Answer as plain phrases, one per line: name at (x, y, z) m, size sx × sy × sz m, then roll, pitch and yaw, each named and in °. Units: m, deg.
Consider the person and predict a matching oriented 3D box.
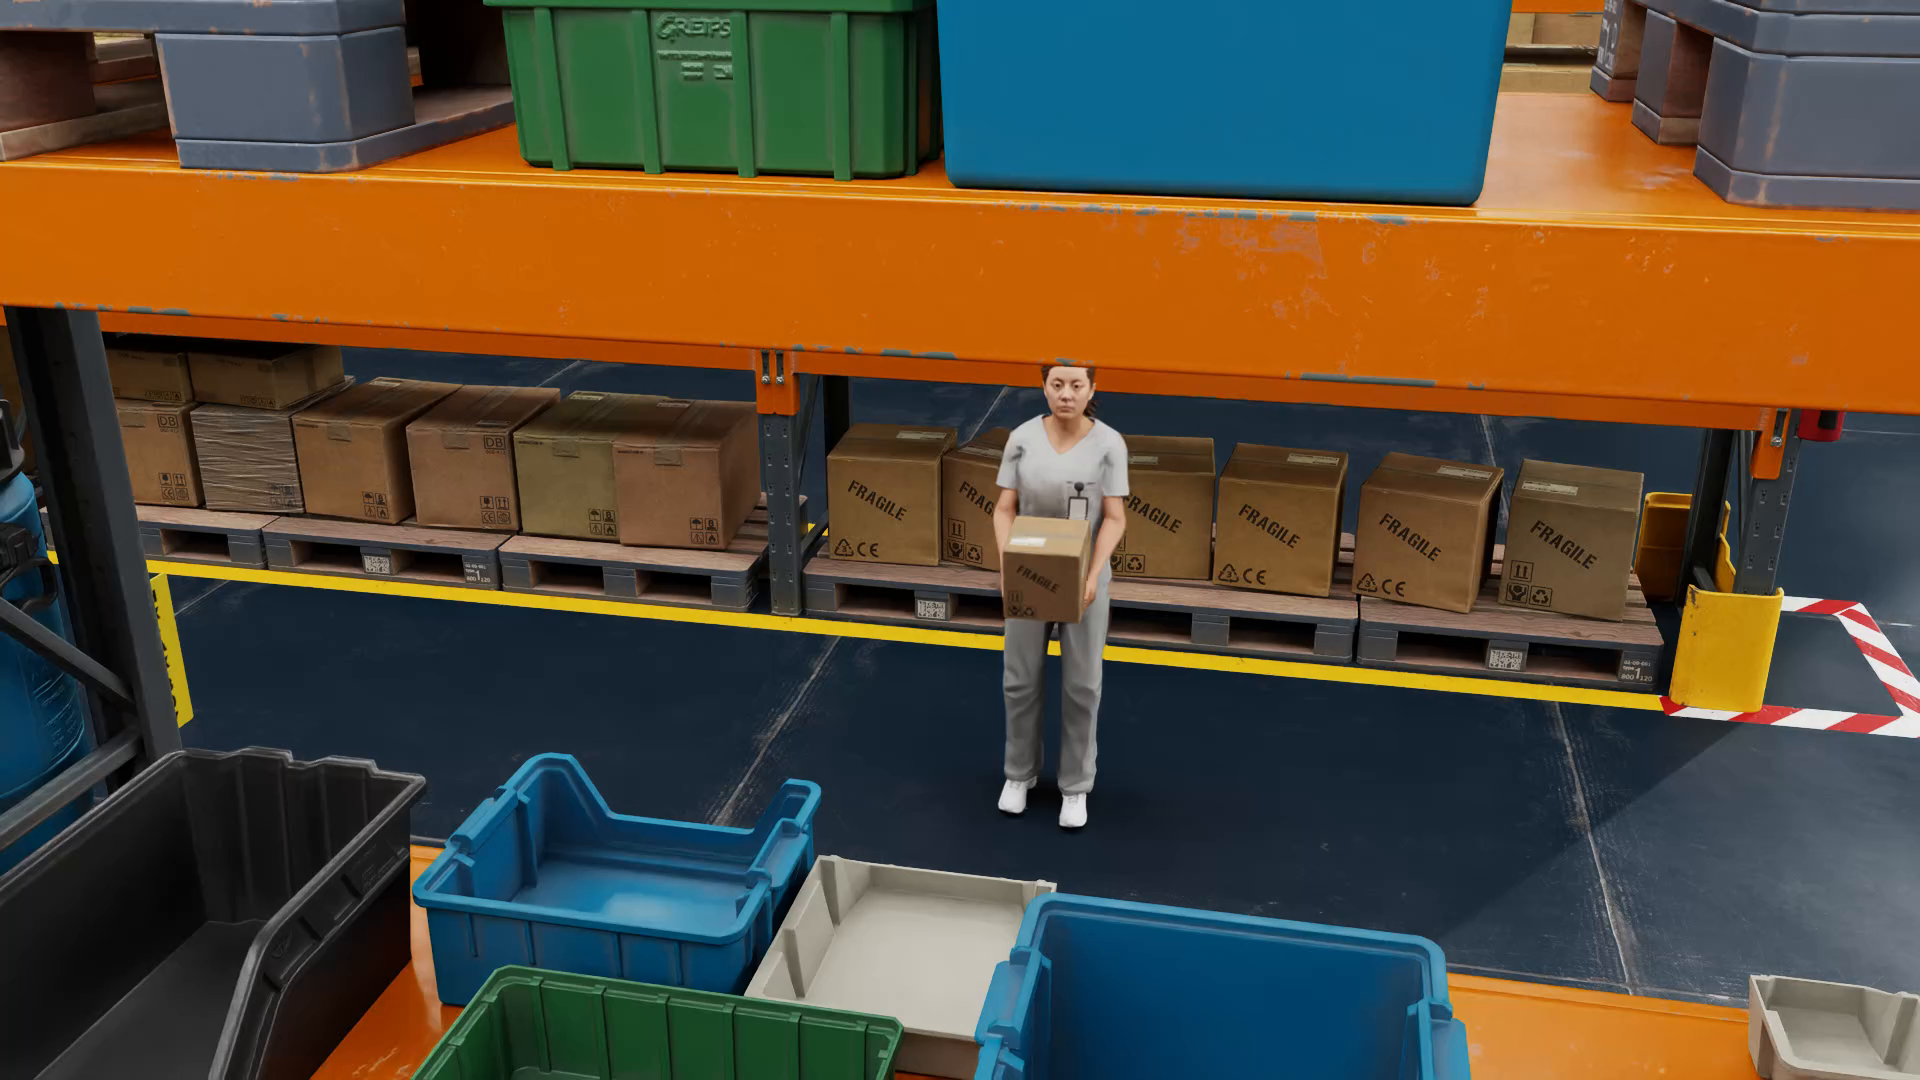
person at (0.330, 0.174, 5.653) m, size 0.454 × 1.670 × 0.533 m, roll 4°, pitch 22°, yaw 11°
